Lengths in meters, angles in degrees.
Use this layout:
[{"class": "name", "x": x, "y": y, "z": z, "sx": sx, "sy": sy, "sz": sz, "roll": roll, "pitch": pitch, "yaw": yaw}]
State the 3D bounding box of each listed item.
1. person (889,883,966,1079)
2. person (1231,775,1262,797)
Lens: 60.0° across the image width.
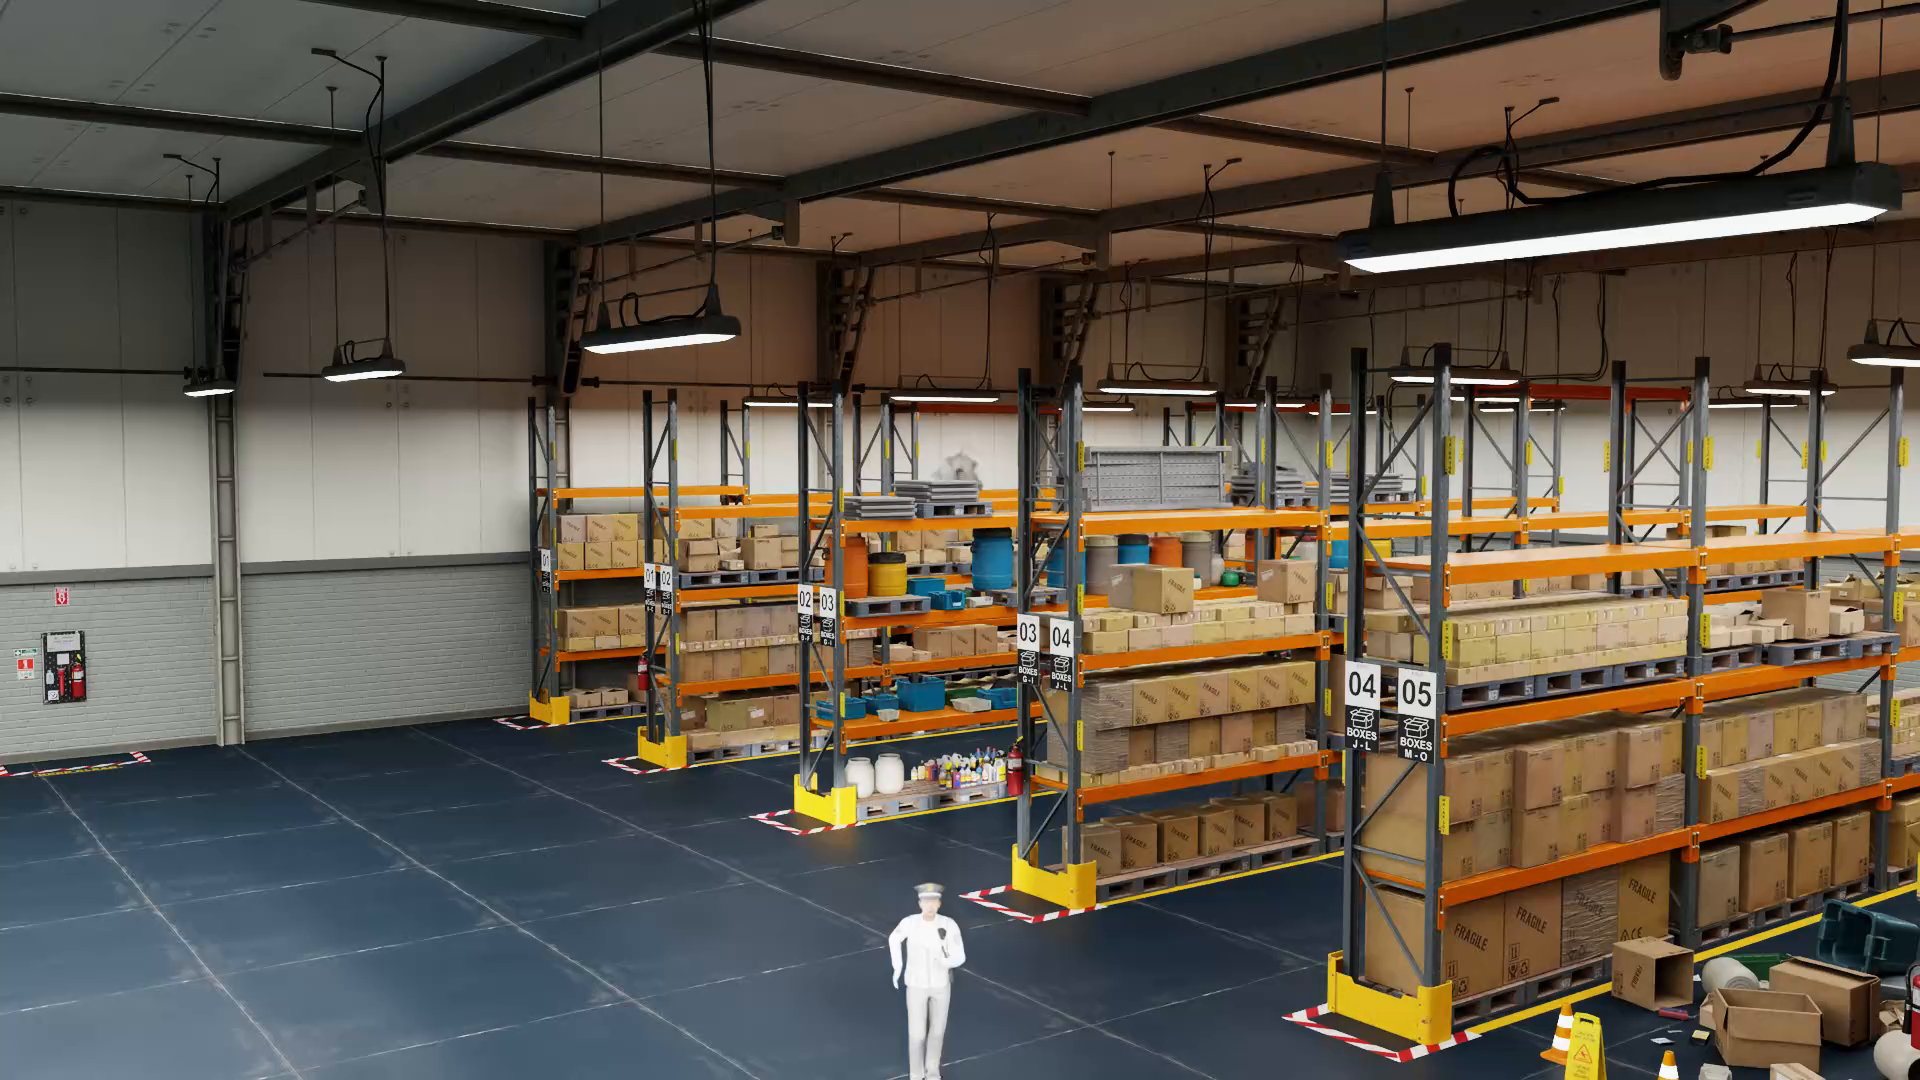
[{"class": "person", "x": -0.252, "y": 3.547, "z": 13.085, "sx": 0.576, "sy": 1.749, "sz": 0.732, "roll": 0, "pitch": 3, "yaw": -6}, {"class": "person", "x": 4.124, "y": 2.933, "z": 23.661, "sx": 0.786, "sy": 1.710, "sz": 0.555, "roll": -3, "pitch": 5, "yaw": -44}]
